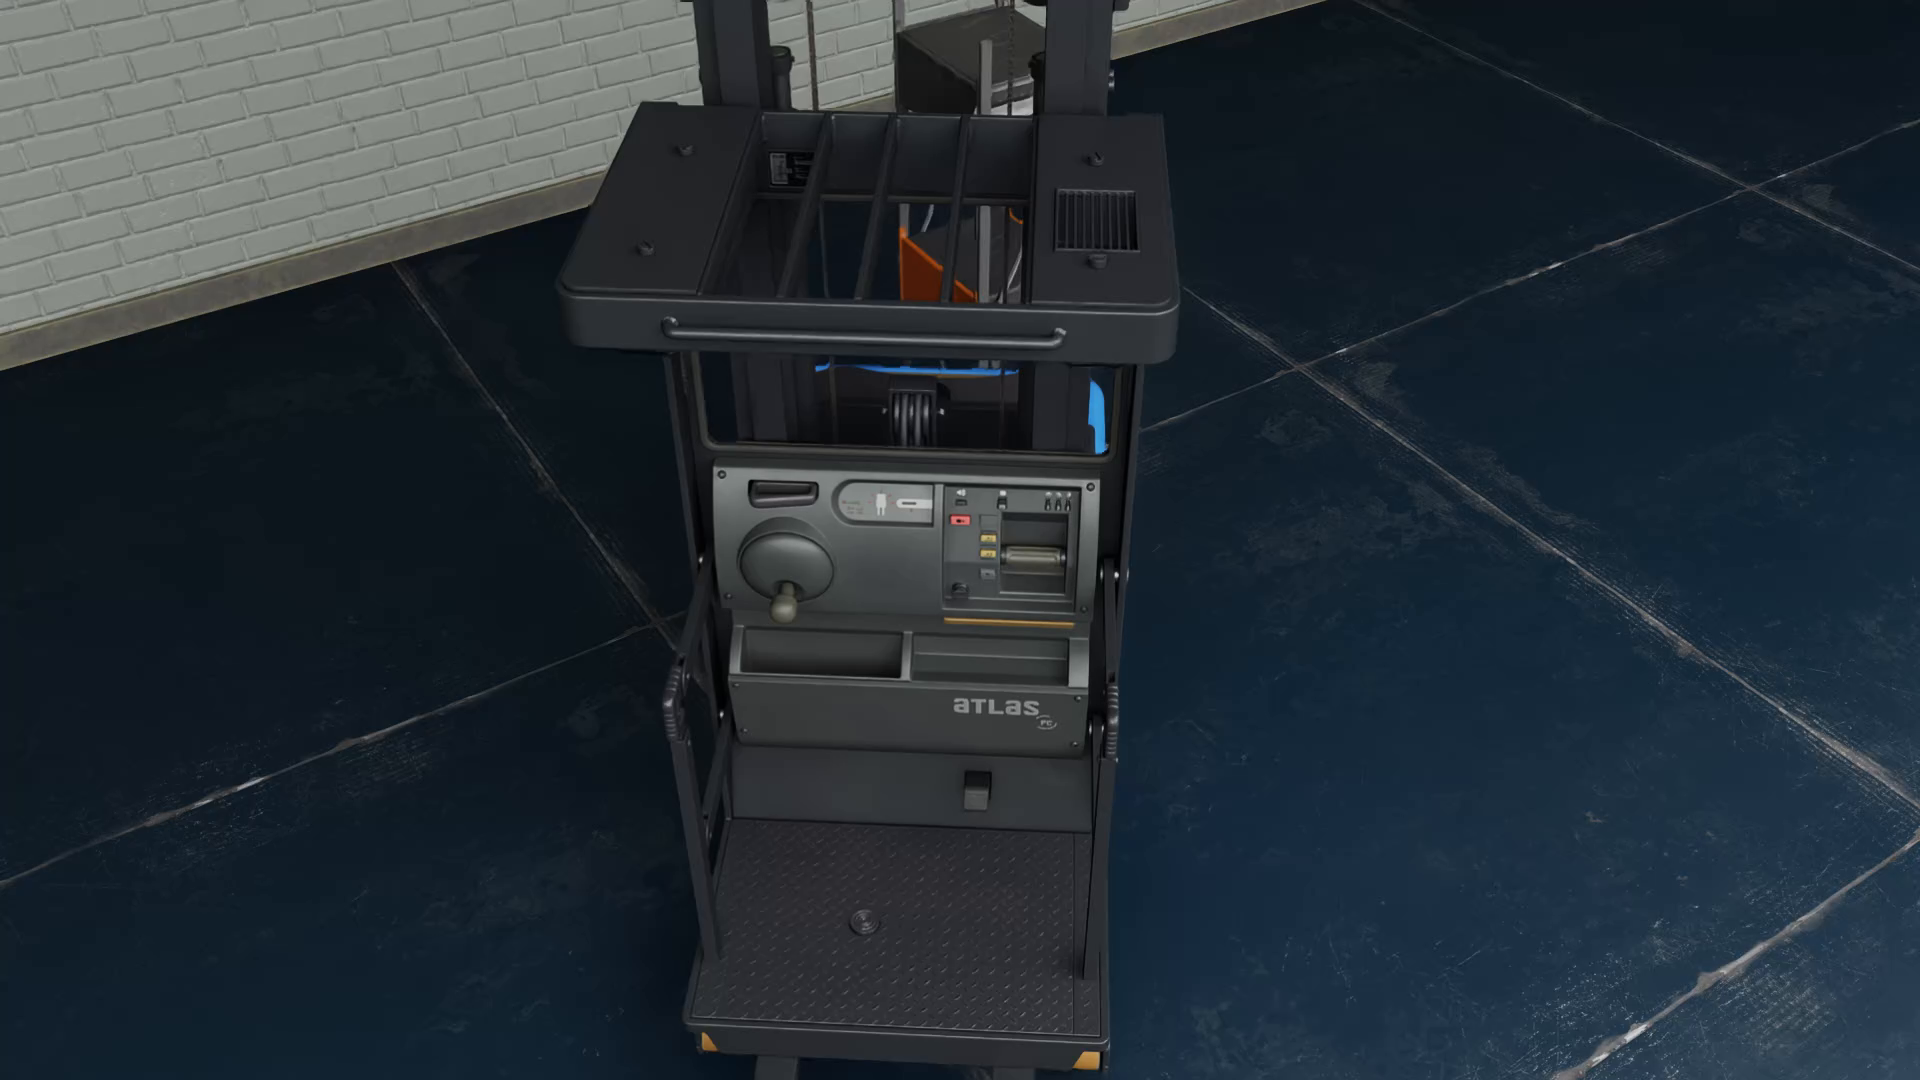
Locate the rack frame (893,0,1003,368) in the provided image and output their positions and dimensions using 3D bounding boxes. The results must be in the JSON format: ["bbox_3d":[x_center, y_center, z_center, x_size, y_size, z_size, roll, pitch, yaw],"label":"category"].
[{"bbox_3d":[-0.028,-0.912,5.704,0.400,2.100,0.015,-21,44,-24],"label":"rack frame"}]

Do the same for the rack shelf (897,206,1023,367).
[{"bbox_3d":[0.099,-0.768,5.553,0.431,0.518,0.480,-21,44,-24],"label":"rack shelf"}]

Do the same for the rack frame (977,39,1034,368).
[{"bbox_3d":[0.227,-0.646,5.385,0.400,2.100,0.015,-21,44,-24],"label":"rack frame"}]

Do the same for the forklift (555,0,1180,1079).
[{"bbox_3d":[-0.141,0.091,3.852,1.130,2.935,3.031,2,40,2],"label":"forklift"}]

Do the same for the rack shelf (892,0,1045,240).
[{"bbox_3d":[0.099,-1.306,5.105,0.431,0.518,0.480,-21,44,-24],"label":"rack shelf"}]

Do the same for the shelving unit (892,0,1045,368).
[{"bbox_3d":[0.099,-0.779,5.544,0.431,2.100,0.503,-21,44,-24],"label":"shelving unit"}]
